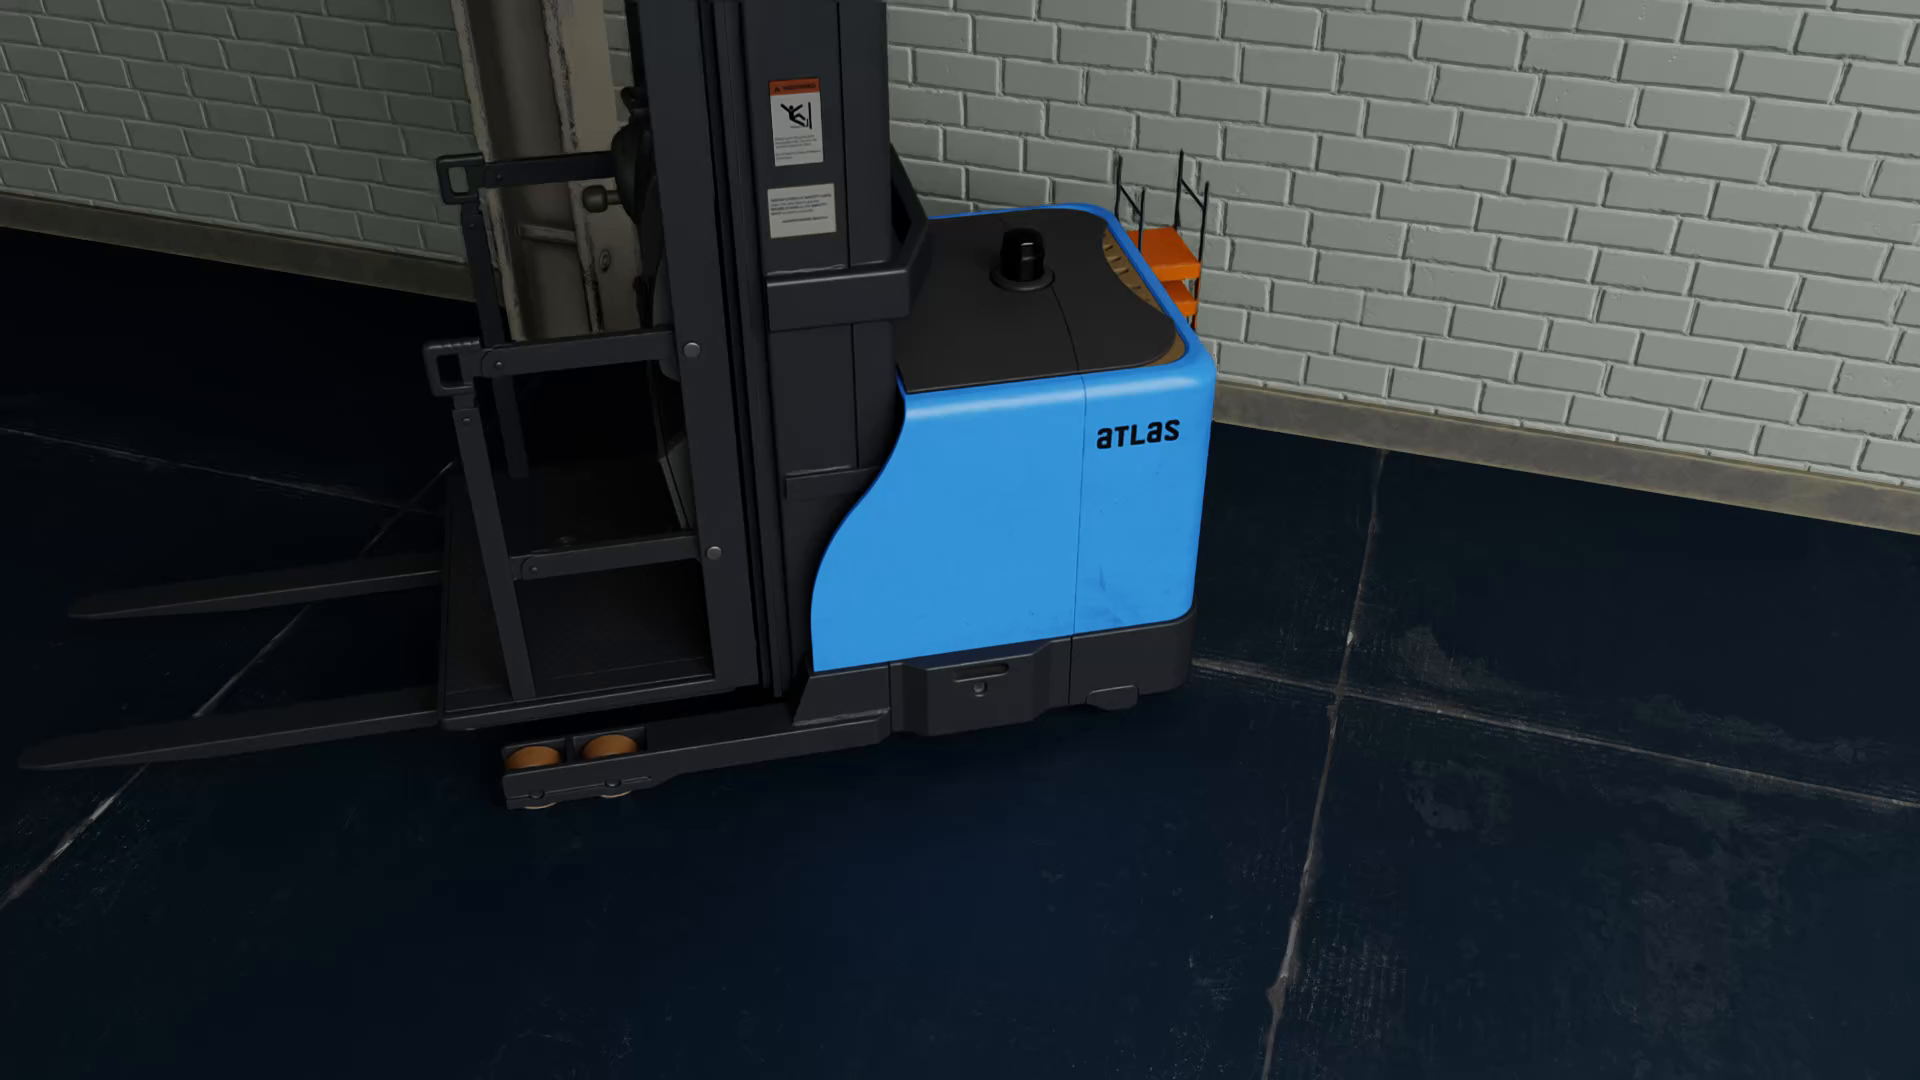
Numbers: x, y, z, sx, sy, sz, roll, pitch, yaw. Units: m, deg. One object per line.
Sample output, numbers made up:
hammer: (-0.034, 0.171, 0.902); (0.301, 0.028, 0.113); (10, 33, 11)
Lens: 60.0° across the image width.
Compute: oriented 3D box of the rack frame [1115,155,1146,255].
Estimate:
rack frame: (0.477, -0.536, 4.967); (0.006, 1.200, 0.240); (-8, 37, -10)

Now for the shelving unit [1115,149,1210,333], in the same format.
shelving unit: (0.566, -0.548, 4.983); (0.189, 1.200, 0.258); (-8, 37, -10)

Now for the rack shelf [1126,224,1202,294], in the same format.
rack shelf: (0.566, -0.802, 4.796); (0.180, 0.103, 0.258); (-8, 37, -10)

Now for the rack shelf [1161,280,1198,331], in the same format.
rack shelf: (0.566, -0.706, 4.867); (0.180, 0.103, 0.258); (-8, 37, -10)

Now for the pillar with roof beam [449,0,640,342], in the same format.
pillar with roof beam: (-2.728, -1.961, 0.323); (0.400, 9.000, 9.100); (10, 38, 14)

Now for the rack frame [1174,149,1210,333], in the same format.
rack frame: (0.656, -0.560, 4.999); (0.006, 1.200, 0.240); (-8, 37, -10)

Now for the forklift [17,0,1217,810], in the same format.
forklift: (-0.929, -0.828, 3.902); (3.031, 2.935, 1.130); (-8, 37, -10)
